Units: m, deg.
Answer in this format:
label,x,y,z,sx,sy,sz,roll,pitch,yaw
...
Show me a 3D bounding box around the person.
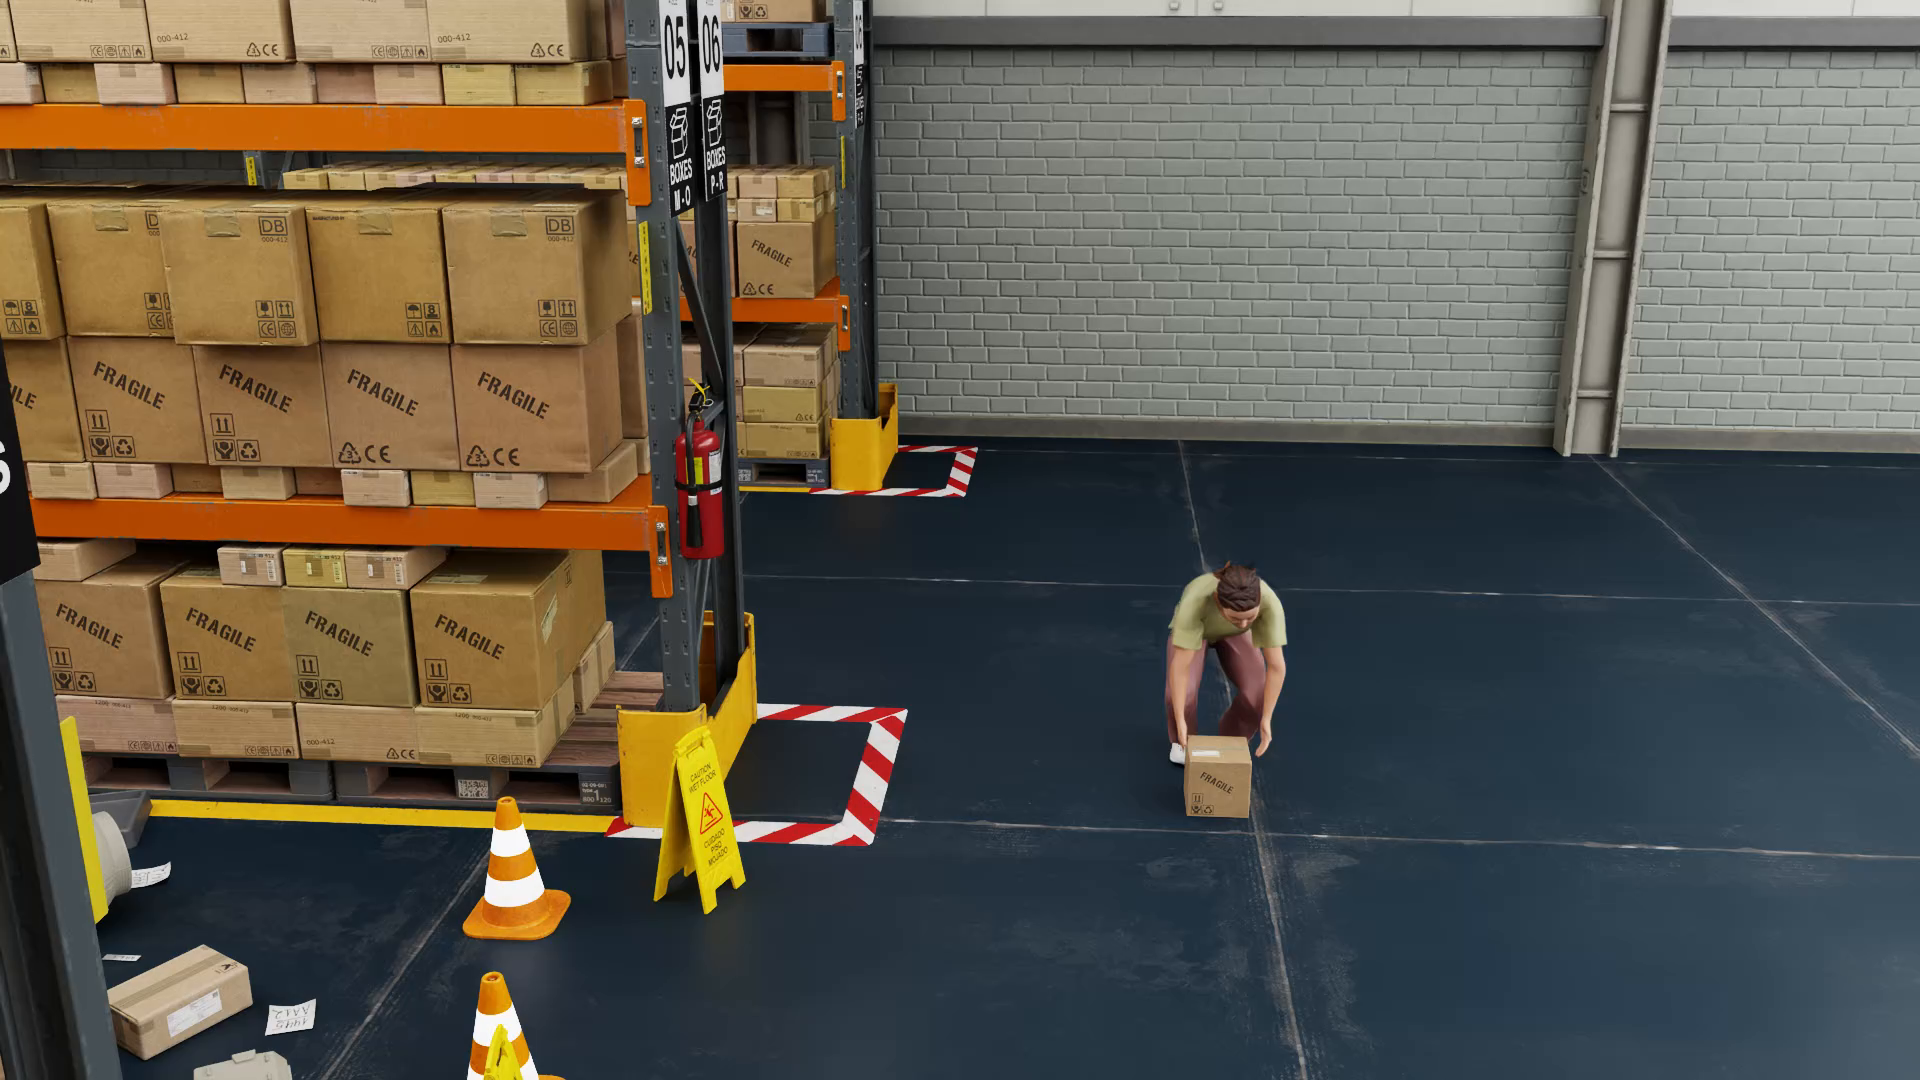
label,x,y,z,sx,sy,sz,roll,pitch,yaw
person,1.121,0.505,7.083,0.496,0.998,0.783,1,18,4
